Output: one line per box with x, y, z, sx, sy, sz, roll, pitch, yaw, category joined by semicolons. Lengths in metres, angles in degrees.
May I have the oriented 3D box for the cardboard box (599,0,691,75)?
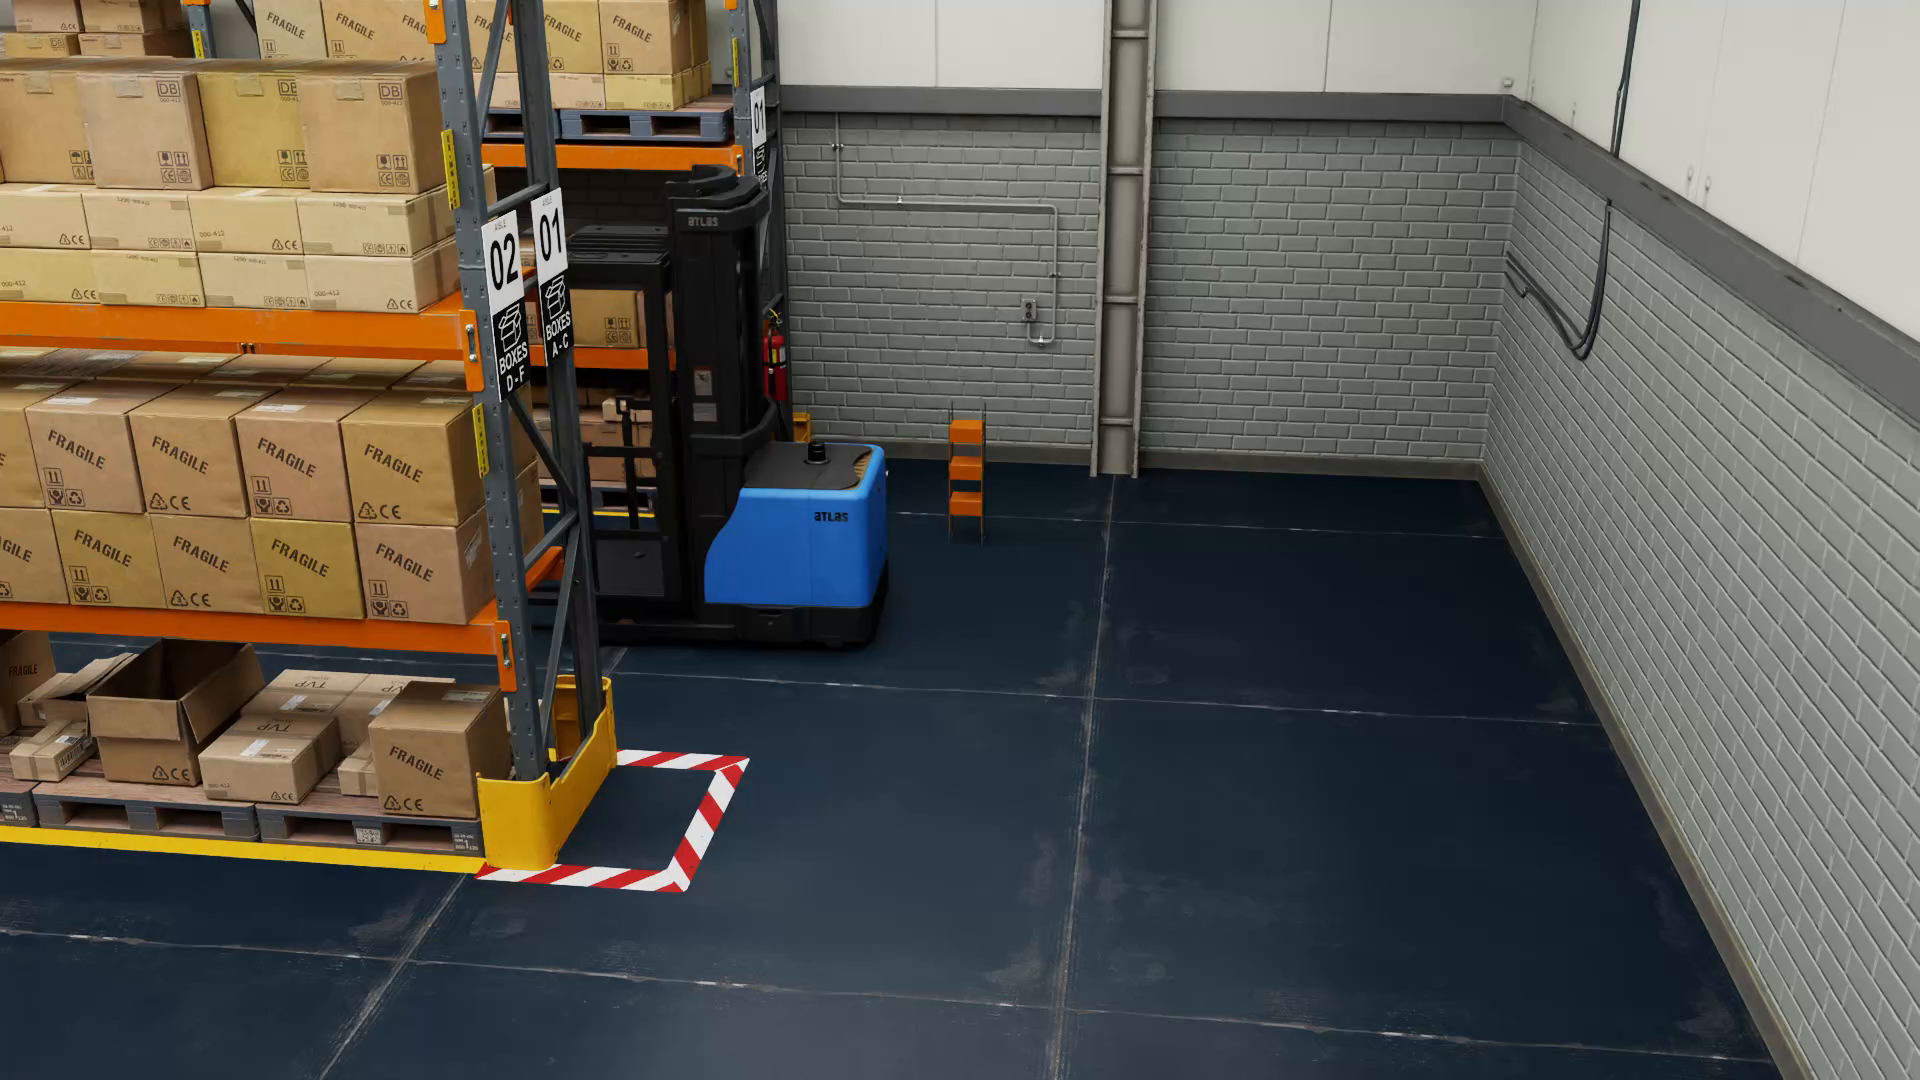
-2.249;-3.619;11.911;0.500;0.500;0.500;2;22;6;cardboard box

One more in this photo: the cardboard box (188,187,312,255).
-3.106;-1.471;7.524;0.500;0.250;0.500;2;22;6;cardboard box

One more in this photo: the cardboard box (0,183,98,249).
-4.100;-1.513;7.631;0.500;0.250;0.500;2;22;6;cardboard box

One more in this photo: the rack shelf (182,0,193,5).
-7.449;-4.300;12.600;4.000;0.370;1.077;2;22;6;rack shelf

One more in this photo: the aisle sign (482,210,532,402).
-2.038;-1.057;7.497;0.004;0.787;0.394;2;22;6;aisle sign

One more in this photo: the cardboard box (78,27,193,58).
-6.324;-3.669;12.825;0.500;0.500;0.700;1;22;3;cardboard box

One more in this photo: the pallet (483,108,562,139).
-3.443;-3.205;12.508;1.213;0.211;1.003;2;22;6;pallet

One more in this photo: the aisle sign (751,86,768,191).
-1.454;-2.868;12.077;0.004;0.787;0.394;2;22;6;aisle sign

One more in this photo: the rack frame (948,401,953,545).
-0.068;-0.491;12.254;0.008;1.050;0.200;2;22;6;rack frame

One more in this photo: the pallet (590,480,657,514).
-2.294;-0.480;13.368;1.213;0.211;1.003;2;22;6;pallet

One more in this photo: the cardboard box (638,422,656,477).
-2.197;-0.798;13.207;0.500;0.500;0.700;2;22;6;cardboard box

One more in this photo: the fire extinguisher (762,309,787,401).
-1.395;-1.387;12.480;0.183;0.674;0.296;2;22;6;fire extinguisher

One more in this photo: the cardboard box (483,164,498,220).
-2.549;-1.637;7.946;0.500;0.250;0.500;2;22;6;cardboard box

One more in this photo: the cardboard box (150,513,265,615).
-3.557;0.026;8.158;0.500;0.500;0.500;3;22;7;cardboard box

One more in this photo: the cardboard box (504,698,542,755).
-2.445;1.015;9.072;0.250;0.149;0.380;2;22;6;cardboard box

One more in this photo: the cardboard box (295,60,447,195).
-2.582;-1.885;7.553;0.500;0.500;0.700;2;22;6;cardboard box

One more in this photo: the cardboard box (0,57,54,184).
-4.577;-1.942;7.697;0.500;0.500;0.700;2;22;6;cardboard box

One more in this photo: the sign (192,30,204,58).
-5.517;-3.528;12.071;0.005;0.325;0.100;2;22;6;sign

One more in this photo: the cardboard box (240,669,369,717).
-3.569;0.941;9.121;0.500;0.250;0.500;2;22;6;cardboard box

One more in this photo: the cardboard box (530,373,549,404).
-3.309;-1.221;13.396;0.250;0.149;0.380;3;22;7;cardboard box

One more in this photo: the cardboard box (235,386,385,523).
-3.046;-0.414;7.912;0.500;0.500;0.500;3;22;8;cardboard box

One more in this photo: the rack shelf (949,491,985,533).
0.053;-0.218;12.347;0.240;0.259;0.215;2;22;6;rack shelf

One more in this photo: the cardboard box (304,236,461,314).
-2.611;-1.214;7.554;0.500;0.250;0.500;2;22;6;cardboard box

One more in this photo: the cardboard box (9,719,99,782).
-4.790;1.108;8.812;0.250;0.166;0.380;2;22;6;cardboard box

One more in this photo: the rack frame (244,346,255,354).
-5.463;-1.944;13.278;0.127;3.000;1.000;2;22;6;rack frame

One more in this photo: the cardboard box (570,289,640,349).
-2.722;-1.957;12.901;0.700;0.700;0.980;2;22;6;cardboard box

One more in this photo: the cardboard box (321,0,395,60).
-4.277;-3.707;12.133;0.500;0.500;0.500;2;22;5;cardboard box

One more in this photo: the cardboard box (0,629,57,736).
-5.443;0.743;9.281;0.500;0.500;0.500;2;22;6;cardboard box

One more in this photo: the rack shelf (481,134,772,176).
-3.477;-2.918;12.640;4.000;0.370;1.077;2;22;6;rack shelf

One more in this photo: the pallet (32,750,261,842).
-4.145;1.243;9.008;1.213;0.211;1.003;2;22;6;pallet

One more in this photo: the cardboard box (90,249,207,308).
-3.604;-1.256;7.661;0.500;0.250;0.500;2;22;6;cardboard box

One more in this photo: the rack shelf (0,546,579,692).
-4.056;0.286;8.616;4.000;0.370;1.077;2;22;6;rack shelf

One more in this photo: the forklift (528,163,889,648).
-2.033;-0.877;10.673;3.031;2.935;1.130;2;22;4;forklift

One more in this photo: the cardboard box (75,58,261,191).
-3.577;-1.920;7.641;0.500;0.500;0.700;2;22;6;cardboard box

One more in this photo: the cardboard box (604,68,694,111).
-2.249;-3.273;12.056;0.500;0.250;0.500;3;22;8;cardboard box

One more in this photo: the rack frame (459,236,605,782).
-2.070;0.038;8.265;0.127;3.000;1.000;2;22;6;rack frame

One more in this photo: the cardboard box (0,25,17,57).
-7.374;-3.714;12.940;0.500;0.500;0.700;2;22;6;cardboard box

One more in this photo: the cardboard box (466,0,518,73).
-3.264;-3.664;12.025;0.500;0.500;0.500;2;22;4;cardboard box

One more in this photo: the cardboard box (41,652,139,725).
-4.698;0.864;9.234;0.500;0.311;0.500;2;22;6;cardboard box

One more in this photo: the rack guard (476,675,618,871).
-2.145;1.197;8.733;0.348;0.500;1.175;2;22;6;rack guard

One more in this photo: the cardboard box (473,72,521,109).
-3.283;-3.316;12.164;0.500;0.250;0.500;2;22;5;cardboard box

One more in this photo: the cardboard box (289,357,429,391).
-2.999;-0.609;8.405;0.500;0.500;0.500;3;22;7;cardboard box

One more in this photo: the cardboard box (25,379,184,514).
-4.071;-0.457;8.021;0.500;0.500;0.500;3;22;8;cardboard box

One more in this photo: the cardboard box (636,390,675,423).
-2.346;-1.039;12.933;0.250;0.149;0.380;2;22;6;cardboard box

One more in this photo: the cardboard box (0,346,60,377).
-5.000;-0.699;8.631;0.500;0.500;0.500;2;22;5;cardboard box

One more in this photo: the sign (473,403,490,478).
-2.155;-0.446;7.484;0.005;0.325;0.100;2;22;6;sign

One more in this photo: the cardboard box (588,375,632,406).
-2.801;-1.200;13.341;0.250;0.149;0.380;3;22;7;cardboard box

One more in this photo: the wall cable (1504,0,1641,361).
4.084;-2.742;11.359;0.112;2.526;3.097;2;22;6;wall cable

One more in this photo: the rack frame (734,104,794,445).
-1.490;-1.771;12.840;0.127;3.000;1.000;2;22;6;rack frame

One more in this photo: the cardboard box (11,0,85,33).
-6.871;-4.043;12.753;0.500;0.250;0.500;2;22;5;cardboard box

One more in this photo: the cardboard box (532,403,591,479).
-3.194;-0.841;13.316;0.500;0.500;0.700;2;22;5;cardboard box

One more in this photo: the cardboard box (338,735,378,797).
-3.030;1.167;8.665;0.250;0.166;0.380;2;22;6;cardboard box

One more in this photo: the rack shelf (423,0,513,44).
-4.056;-2.503;7.514;4.000;0.370;1.077;2;22;6;rack shelf

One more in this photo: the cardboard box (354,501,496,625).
-2.546;0.071;8.044;0.500;0.500;0.500;3;22;8;cardboard box

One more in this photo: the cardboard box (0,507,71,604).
-4.562;-0.017;8.267;0.500;0.500;0.500;2;22;6;cardboard box

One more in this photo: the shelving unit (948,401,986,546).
0.053;-0.486;12.241;0.252;1.050;0.215;2;22;6;shelving unit

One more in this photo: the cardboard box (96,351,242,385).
-4.000;-0.654;8.519;0.500;0.500;0.500;2;22;6;cardboard box

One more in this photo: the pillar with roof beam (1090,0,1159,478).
0.786;-3.188;8.265;0.400;9.000;9.100;2;22;6;pillar with roof beam
